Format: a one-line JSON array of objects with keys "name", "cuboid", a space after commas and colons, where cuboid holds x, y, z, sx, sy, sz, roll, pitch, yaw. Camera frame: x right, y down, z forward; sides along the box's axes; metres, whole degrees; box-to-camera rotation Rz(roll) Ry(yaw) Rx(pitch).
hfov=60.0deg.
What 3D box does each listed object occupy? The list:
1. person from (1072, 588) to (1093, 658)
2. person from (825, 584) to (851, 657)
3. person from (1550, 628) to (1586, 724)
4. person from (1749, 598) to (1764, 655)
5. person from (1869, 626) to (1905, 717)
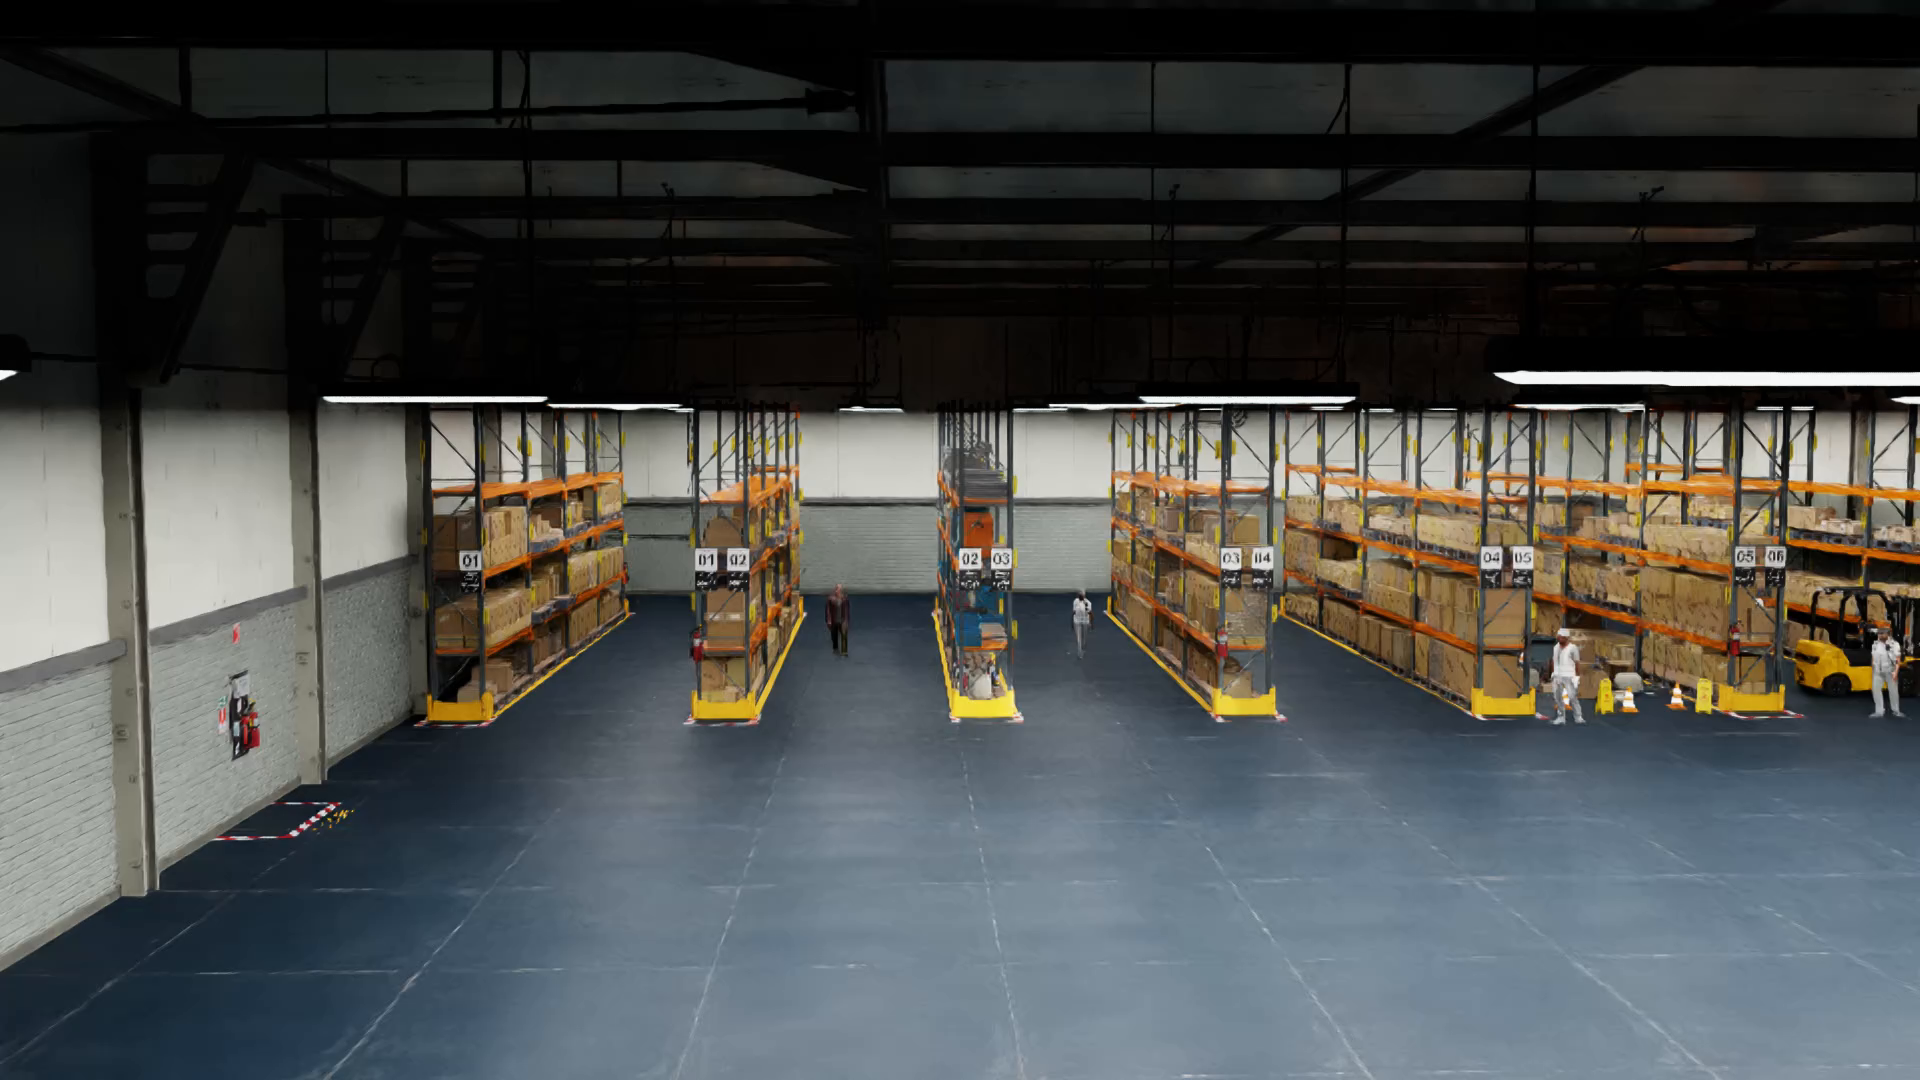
[{"name": "person", "cuboid": [2.885, 1.932, 39.148, 0.463, 1.625, 0.989, 0, 4, -3]}, {"name": "person", "cuboid": [-2.876, 1.882, 39.171, 0.588, 1.699, 1.197, 0, 4, -5]}, {"name": "person", "cuboid": [11.221, 2.511, 30.736, 0.557, 1.779, 0.659, -3, 5, -32]}, {"name": "person", "cuboid": [16.961, 2.127, 35.526, 0.499, 1.774, 0.578, 2, 5, 28]}, {"name": "person", "cuboid": [17.482, 2.473, 31.359, 0.635, 1.738, 0.587, -3, 5, -37]}]
